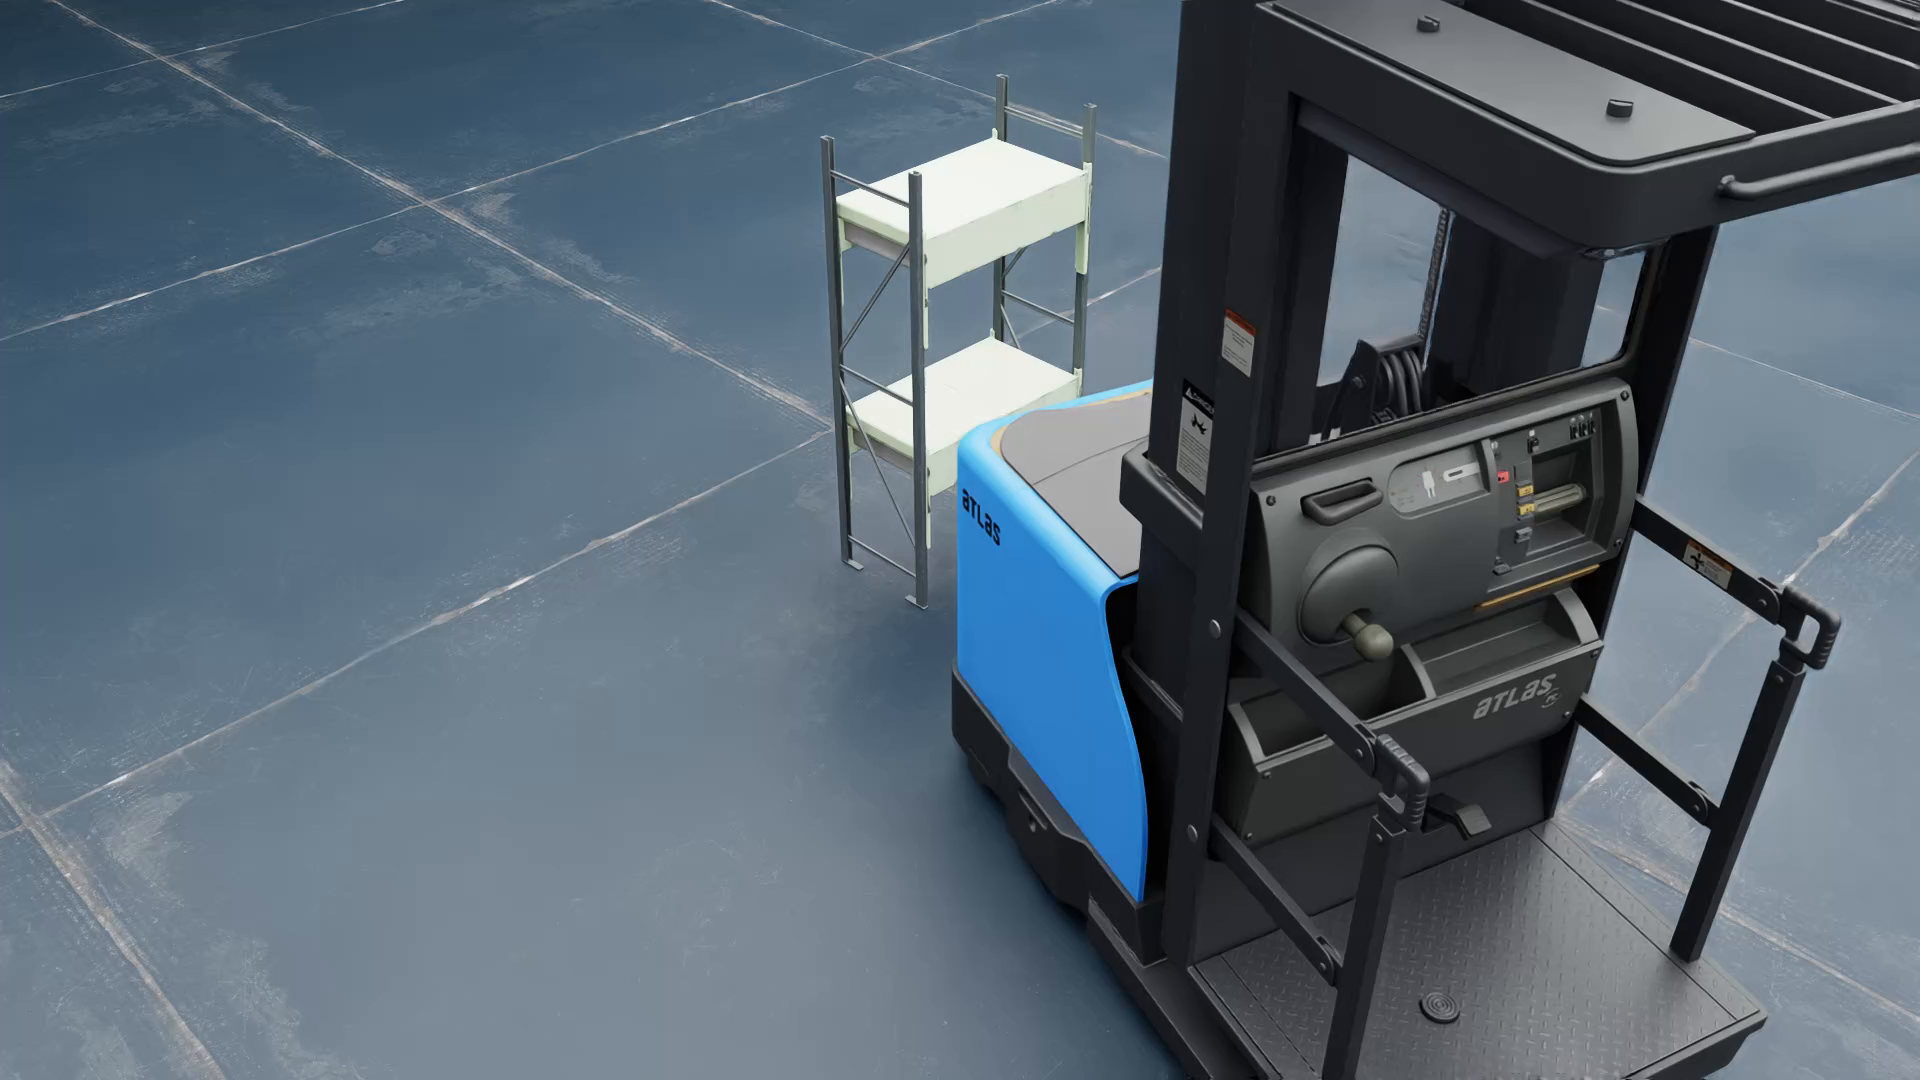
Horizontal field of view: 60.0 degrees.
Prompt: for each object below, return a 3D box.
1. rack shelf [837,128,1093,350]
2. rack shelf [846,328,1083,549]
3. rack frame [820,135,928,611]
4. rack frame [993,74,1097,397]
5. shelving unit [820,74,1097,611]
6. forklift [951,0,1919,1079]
[{"bbox_3d":[0.005,-0.938,5.102,0.431,0.370,0.720,30,45,35],"label":"rack shelf"},{"bbox_3d":[0.005,-0.350,5.511,0.431,0.370,0.720,30,45,35],"label":"rack shelf"},{"bbox_3d":[-0.253,-0.469,5.112,0.400,1.500,0.023,30,45,35],"label":"rack frame"},{"bbox_3d":[0.263,-0.766,5.538,0.400,1.500,0.023,30,45,35],"label":"rack frame"},{"bbox_3d":[0.005,-0.618,5.325,0.431,1.500,0.755,30,45,35],"label":"shelving unit"},{"bbox_3d":[1.083,0.021,3.157,1.130,2.935,3.031,-16,38,-21],"label":"forklift"}]
